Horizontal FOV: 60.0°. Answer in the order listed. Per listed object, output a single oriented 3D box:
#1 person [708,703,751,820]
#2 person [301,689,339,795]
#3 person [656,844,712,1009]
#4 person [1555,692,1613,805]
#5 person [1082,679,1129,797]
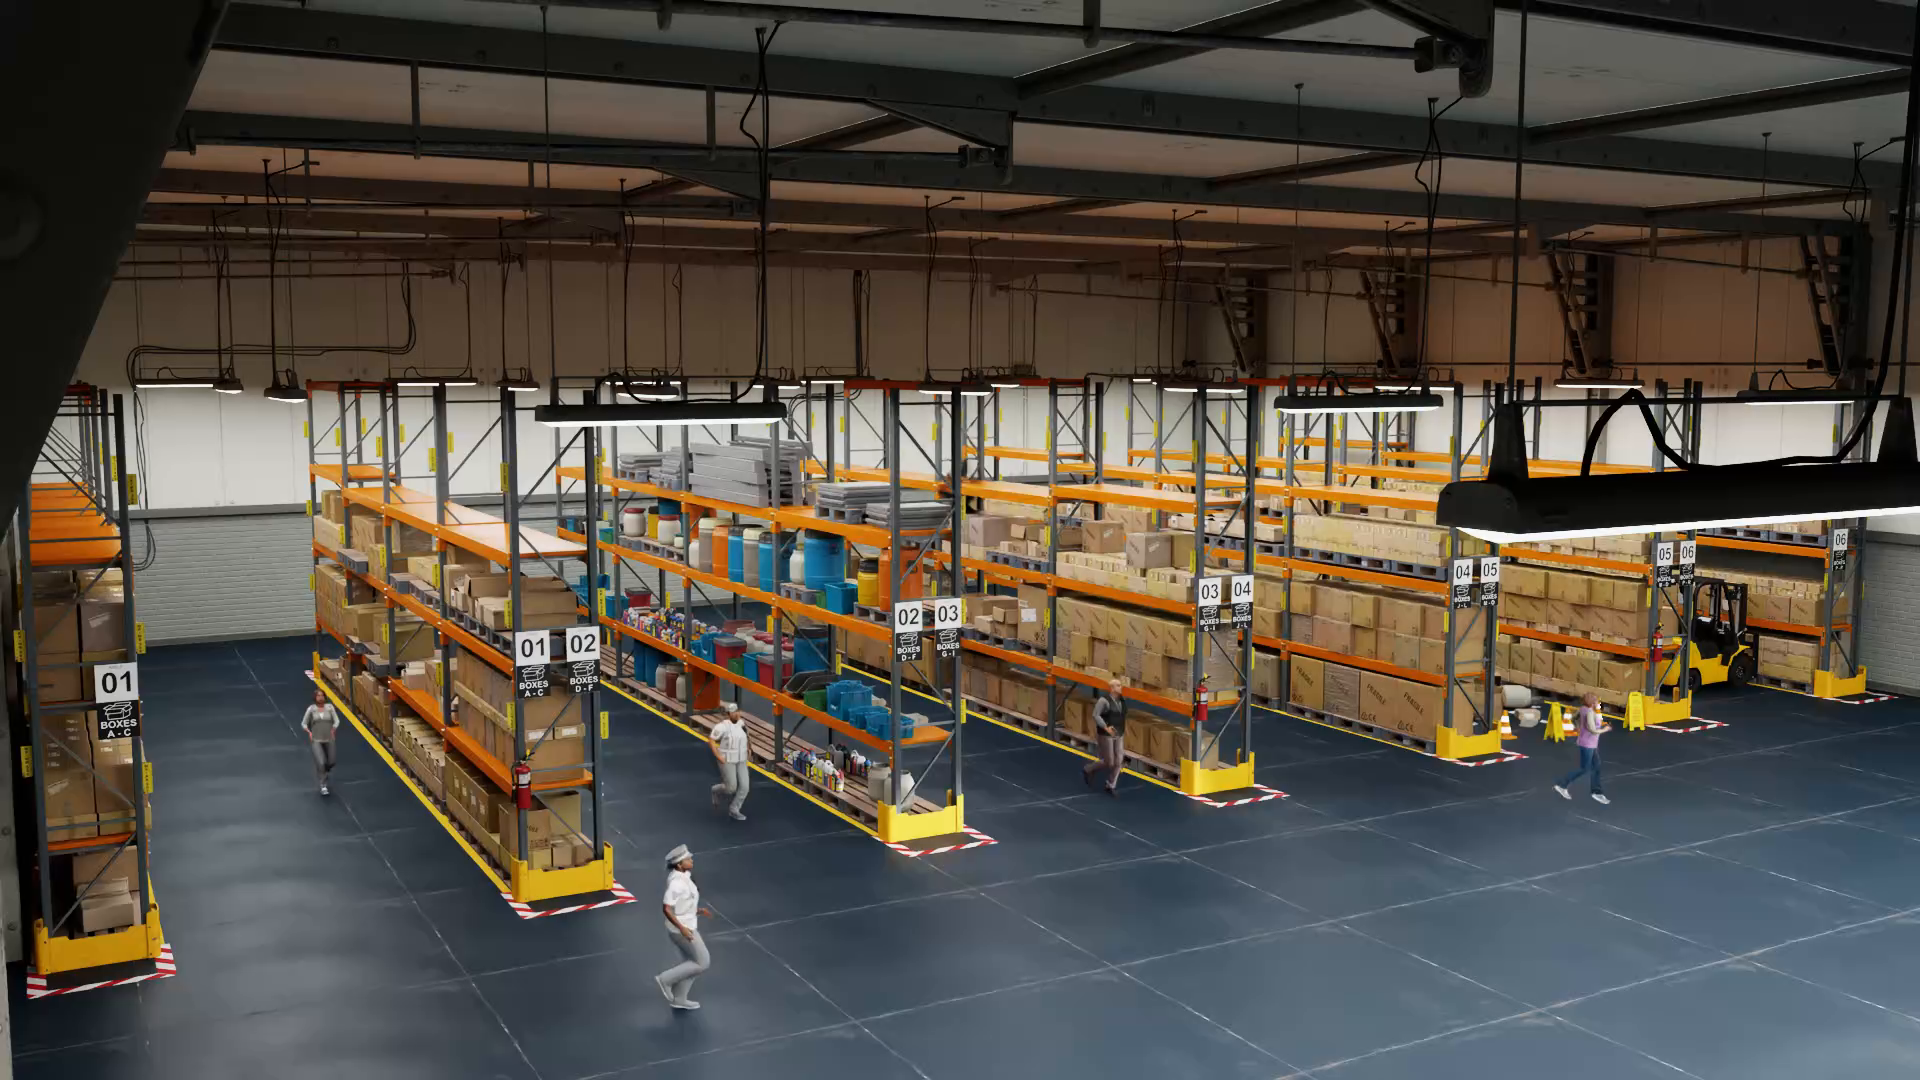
[{"bbox_3d":[-3.187,3.075,23.181,0.645,1.632,0.549,-5,8,-41],"label":"person"},{"bbox_3d":[-9.421,2.955,24.521,0.535,1.548,0.567,-3,7,-28],"label":"person"},{"bbox_3d":[-2.706,3.793,16.291,0.555,1.655,0.582,-1,6,-9],"label":"person"},{"bbox_3d":[8.982,2.989,23.913,0.771,1.631,0.575,2,6,14],"label":"person"},{"bbox_3d":[2.223,2.900,24.605,0.689,1.709,0.687,-5,8,-40],"label":"person"}]
